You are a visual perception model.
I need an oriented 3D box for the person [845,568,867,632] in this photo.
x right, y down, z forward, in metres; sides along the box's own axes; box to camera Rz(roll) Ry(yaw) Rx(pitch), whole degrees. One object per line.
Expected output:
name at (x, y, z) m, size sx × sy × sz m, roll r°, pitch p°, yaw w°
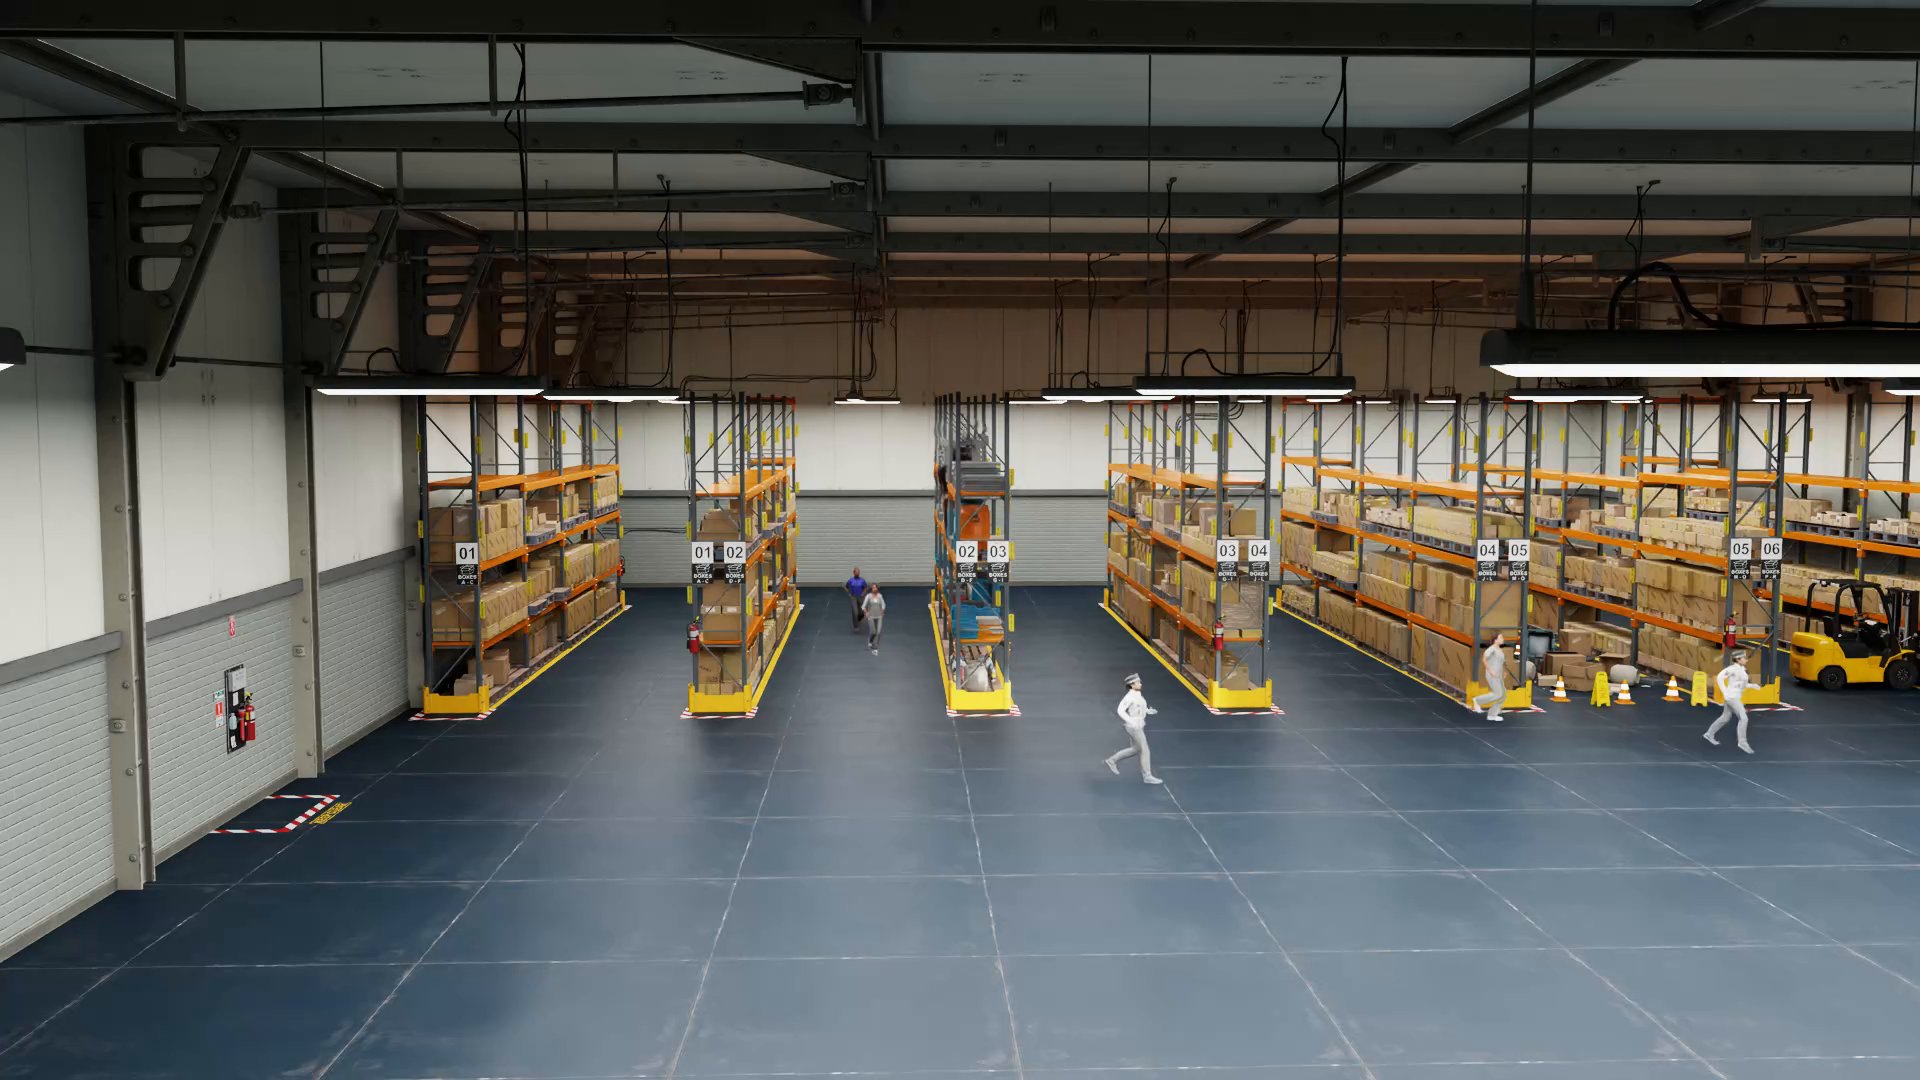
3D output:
person at (-2.649, 1.517, 42.477) m, size 0.580 × 1.607 × 0.668 m, roll -1°, pitch 5°, yaw -11°

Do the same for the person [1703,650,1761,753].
person at (12.878, 2.670, 27.753) m, size 0.862 × 1.731 × 0.541 m, roll 3°, pitch 6°, yaw 36°

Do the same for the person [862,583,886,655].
person at (-1.881, 1.729, 36.584) m, size 0.537 × 1.570 × 0.513 m, roll -1°, pitch 5°, yaw -17°

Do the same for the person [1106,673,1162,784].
person at (2.649, 2.848, 25.286) m, size 0.877 × 1.670 × 0.622 m, roll 1°, pitch 5°, yaw 17°

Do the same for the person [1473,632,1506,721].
person at (9.741, 2.481, 30.486) m, size 0.562 × 1.616 × 0.611 m, roll 4°, pitch 6°, yaw 39°
